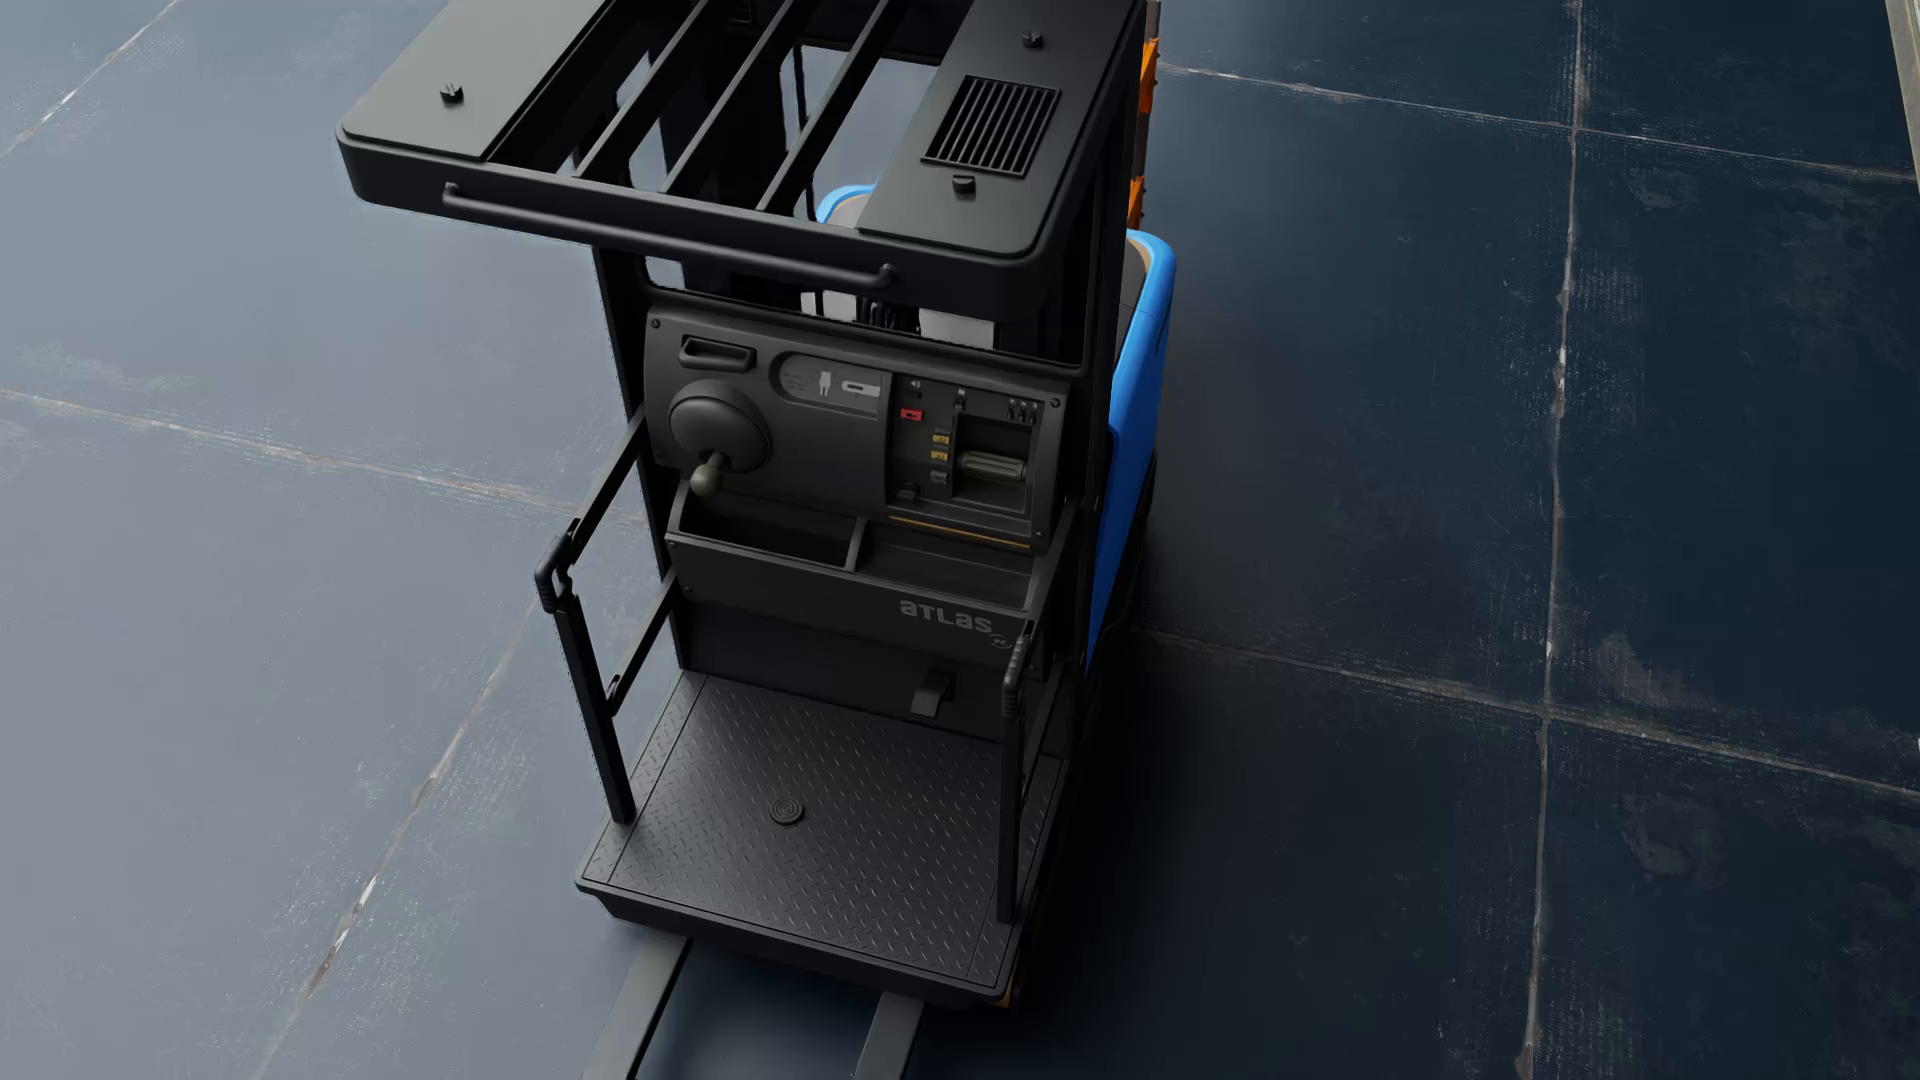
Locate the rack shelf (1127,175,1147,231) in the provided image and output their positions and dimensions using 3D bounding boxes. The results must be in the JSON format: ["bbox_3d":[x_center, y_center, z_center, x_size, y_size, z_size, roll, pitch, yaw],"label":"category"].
[{"bbox_3d":[0.255,-0.866,5.590,0.538,0.278,1.000,12,50,11],"label":"rack shelf"}]

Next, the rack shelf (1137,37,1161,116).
[{"bbox_3d":[0.255,-1.221,5.187,0.538,0.278,1.000,12,50,11],"label":"rack shelf"}]

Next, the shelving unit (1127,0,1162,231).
[{"bbox_3d":[0.255,-1.028,5.407,0.538,1.125,1.048,12,50,11],"label":"shelving unit"}]

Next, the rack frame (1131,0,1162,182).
[{"bbox_3d":[0.396,-1.394,5.730,0.500,1.125,0.032,12,50,11],"label":"rack frame"}]

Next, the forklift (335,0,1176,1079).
[{"bbox_3d":[-0.292,-0.131,3.411,1.130,2.935,3.031,12,50,11],"label":"forklift"}]
